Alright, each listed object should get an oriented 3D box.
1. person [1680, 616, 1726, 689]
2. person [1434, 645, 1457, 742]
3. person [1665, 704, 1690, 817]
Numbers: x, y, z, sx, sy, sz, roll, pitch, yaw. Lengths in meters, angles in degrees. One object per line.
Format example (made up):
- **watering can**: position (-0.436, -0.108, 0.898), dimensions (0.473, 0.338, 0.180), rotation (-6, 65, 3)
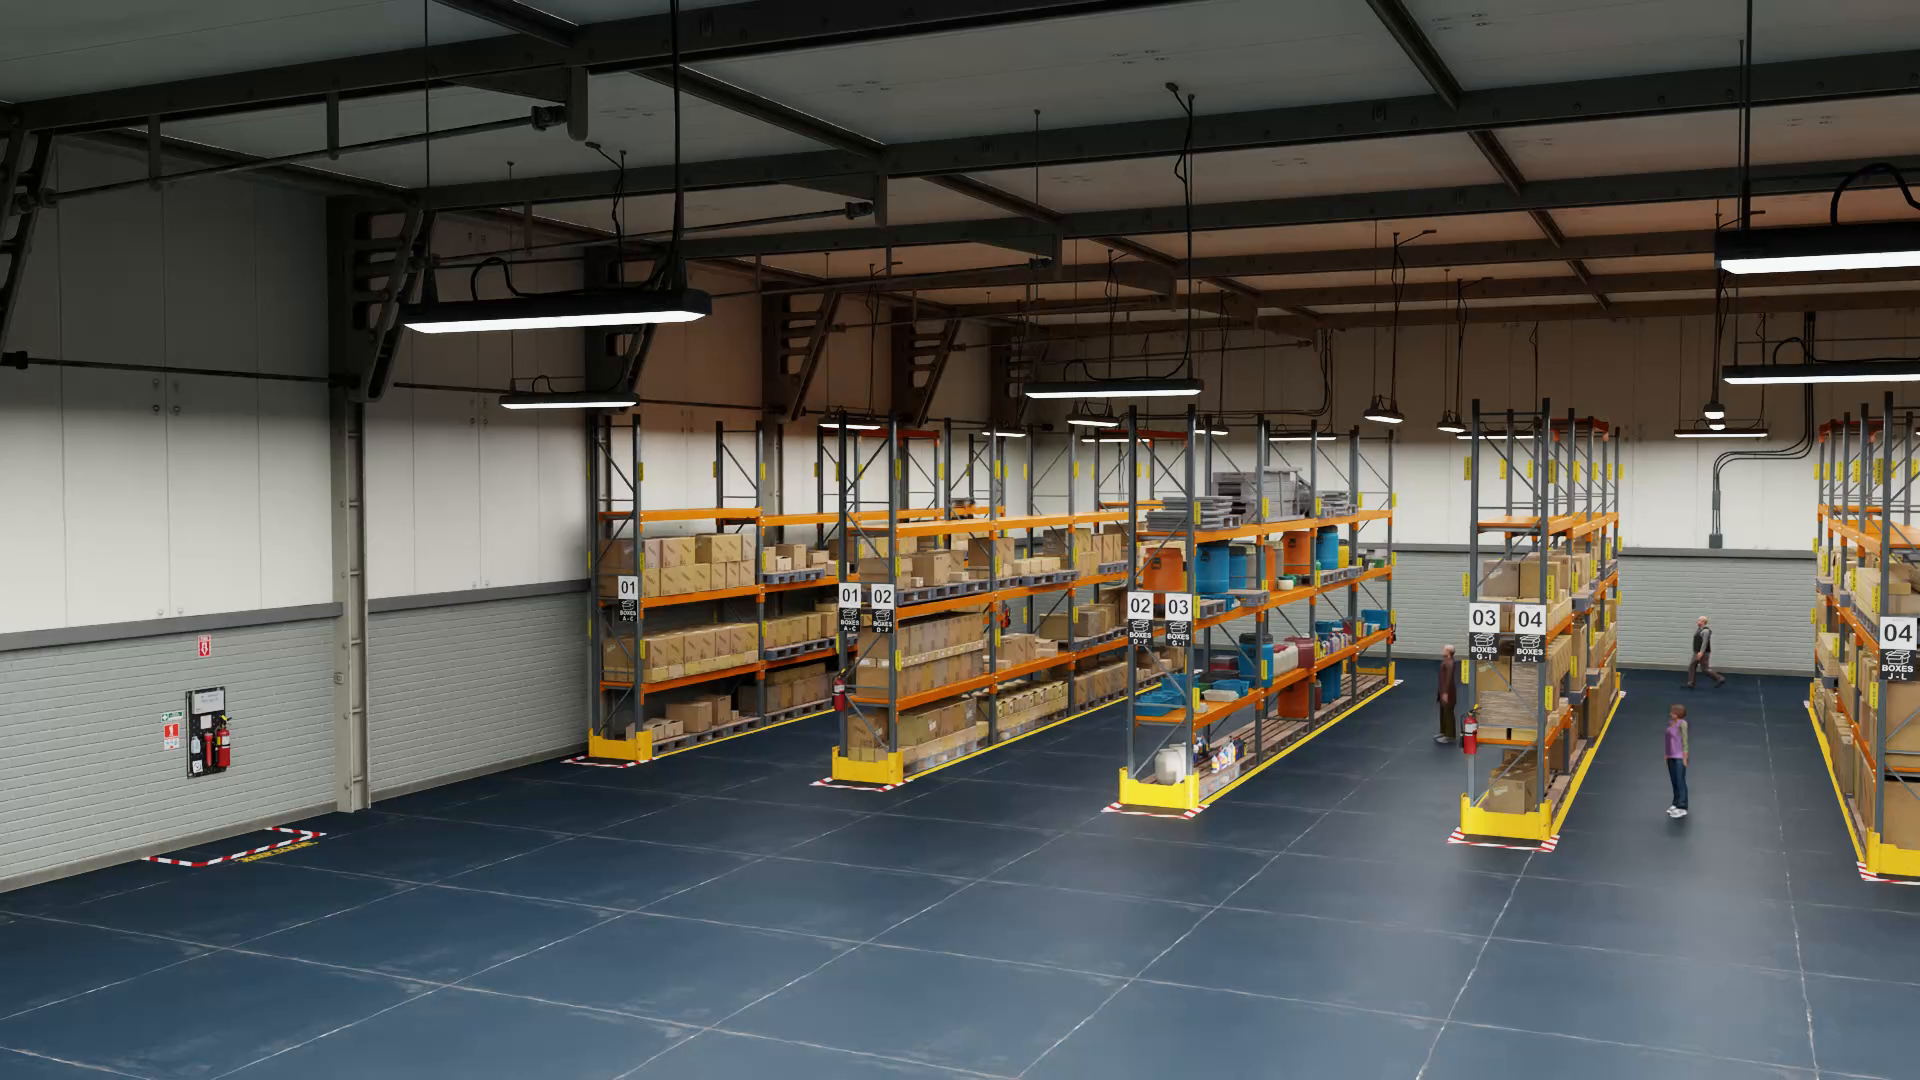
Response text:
- **person**: position (16.990, 2.588, 38.032), dimensions (0.948, 1.693, 0.544), rotation (0, 2, 11)
- **person**: position (9.015, 2.834, 30.843), dimensions (0.422, 1.787, 0.607), rotation (0, 2, 3)
- **person**: position (10.462, 3.205, 24.291), dimensions (0.374, 1.611, 0.518), rotation (0, 2, -3)
